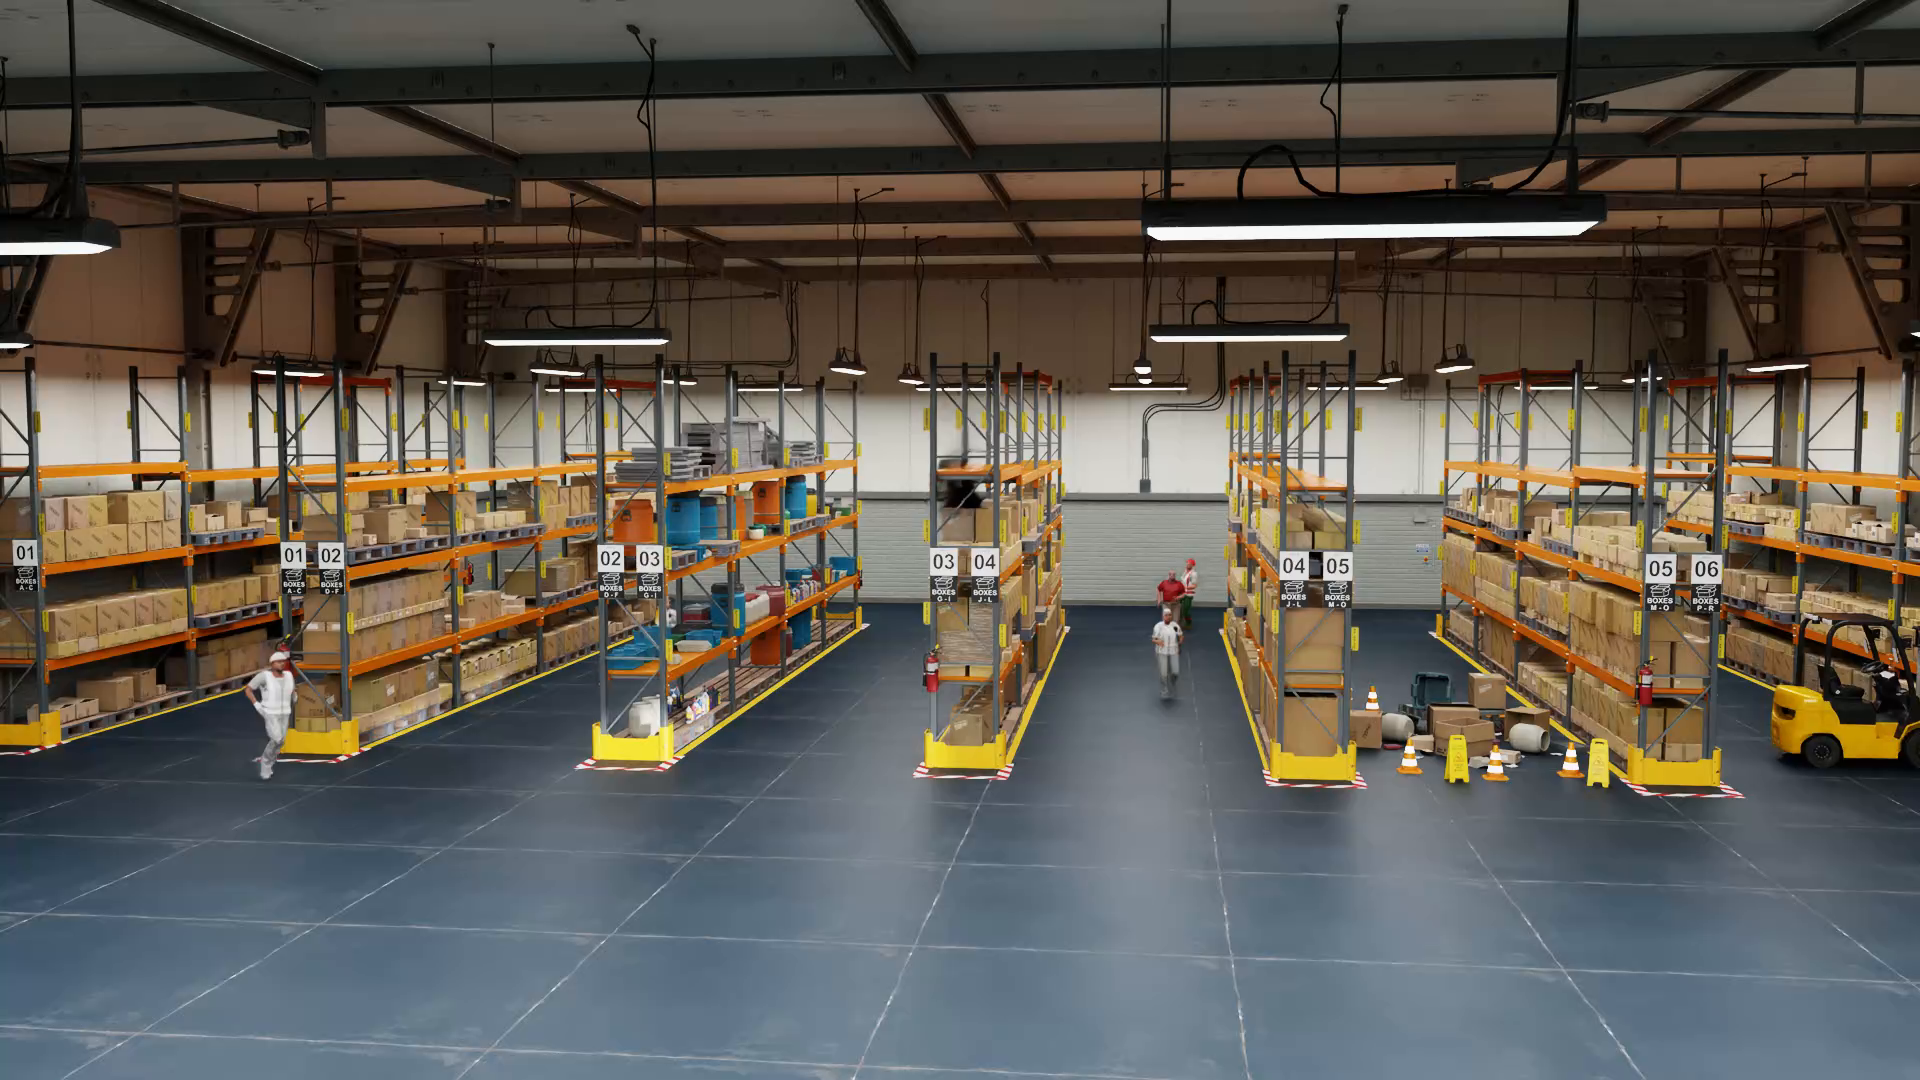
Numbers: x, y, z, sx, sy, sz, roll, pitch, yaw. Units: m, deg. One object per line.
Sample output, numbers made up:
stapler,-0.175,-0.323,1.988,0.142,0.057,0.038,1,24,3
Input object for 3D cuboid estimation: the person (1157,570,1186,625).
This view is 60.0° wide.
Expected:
person,4.722,1.517,37.199,0.649,1.703,0.642,1,4,7

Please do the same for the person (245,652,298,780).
person,-9.622,2.474,23.449,0.616,1.787,0.678,3,5,33

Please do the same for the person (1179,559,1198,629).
person,5.397,1.297,39.778,0.660,1.720,0.690,-3,5,-36

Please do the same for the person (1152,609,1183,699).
person,3.759,2.062,29.976,0.591,1.638,0.576,0,4,-1

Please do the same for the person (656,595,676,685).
person,-5.597,1.909,31.867,0.602,1.743,0.714,1,4,9
